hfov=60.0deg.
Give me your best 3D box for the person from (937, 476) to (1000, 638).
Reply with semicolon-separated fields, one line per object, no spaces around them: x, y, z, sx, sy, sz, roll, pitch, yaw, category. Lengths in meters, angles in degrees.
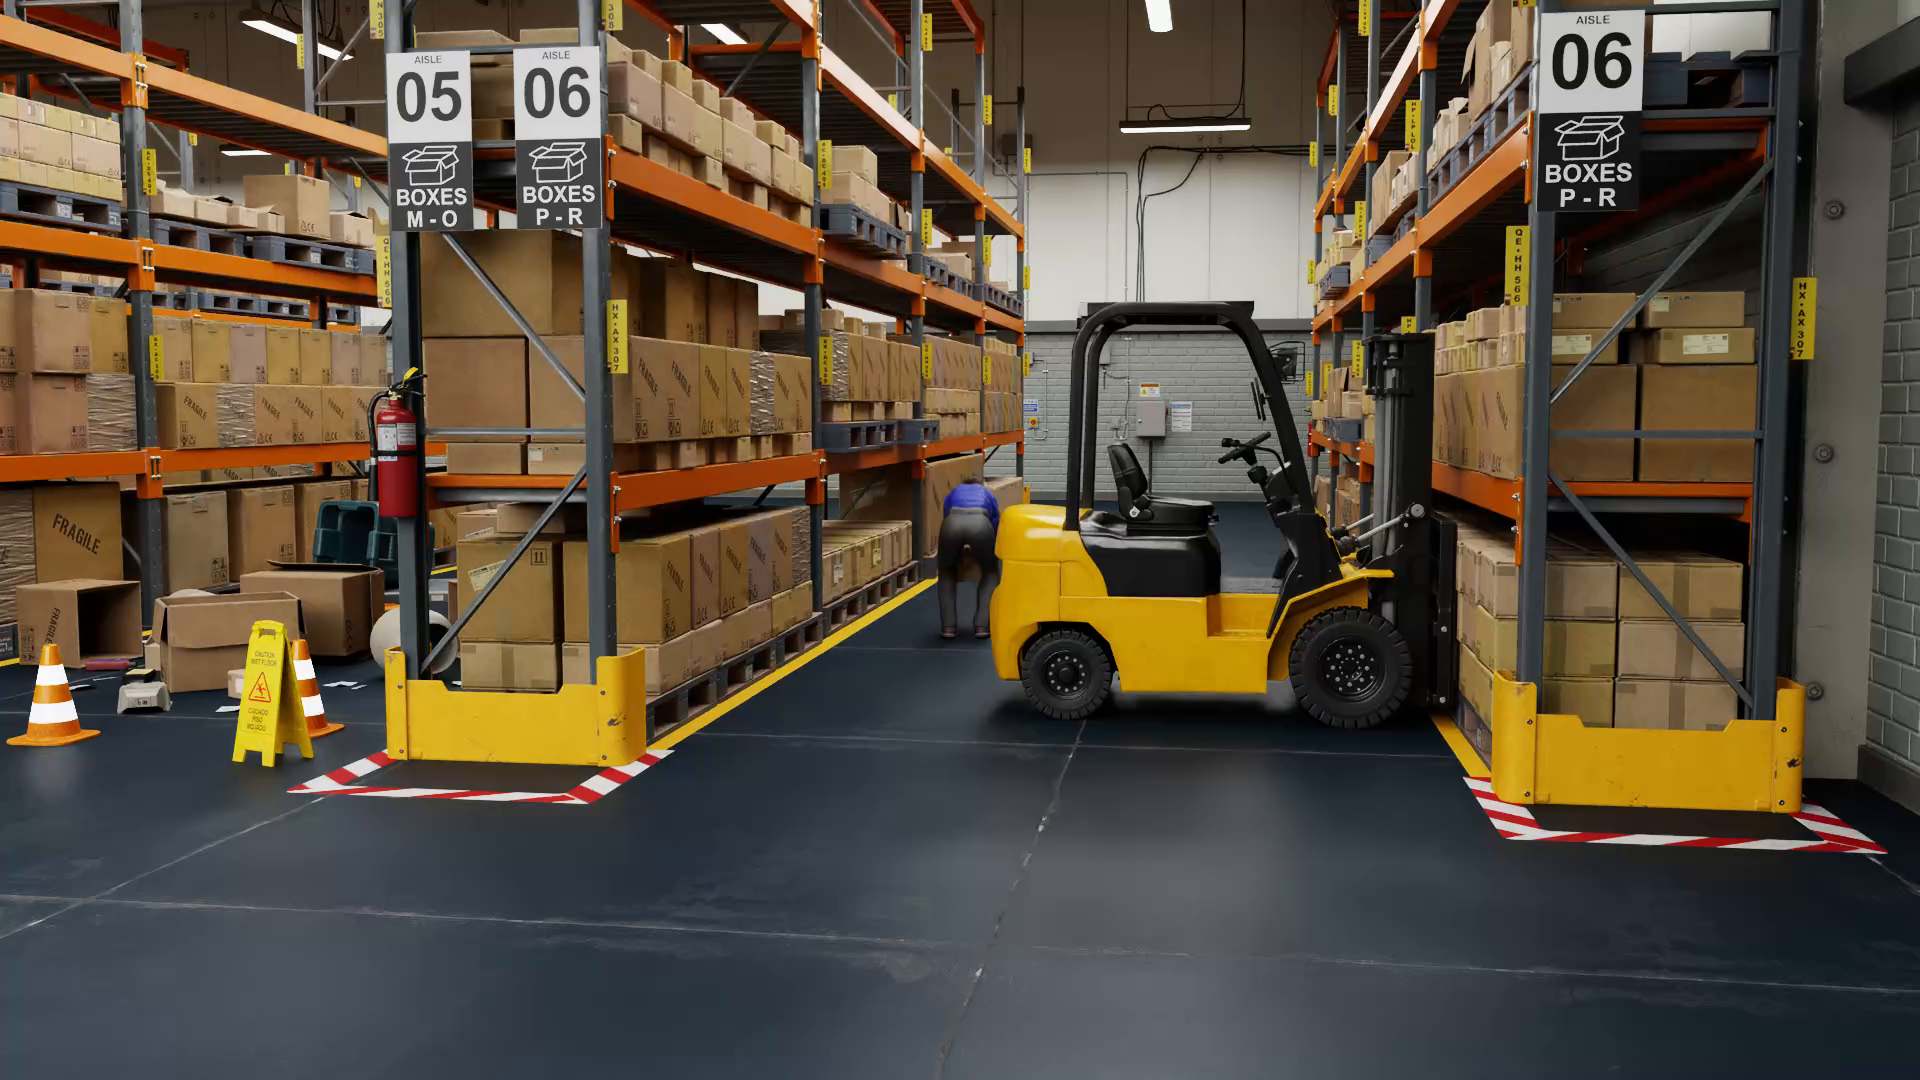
0.067;0.115;11.861;0.439;1.125;0.846;0;5;6;person
